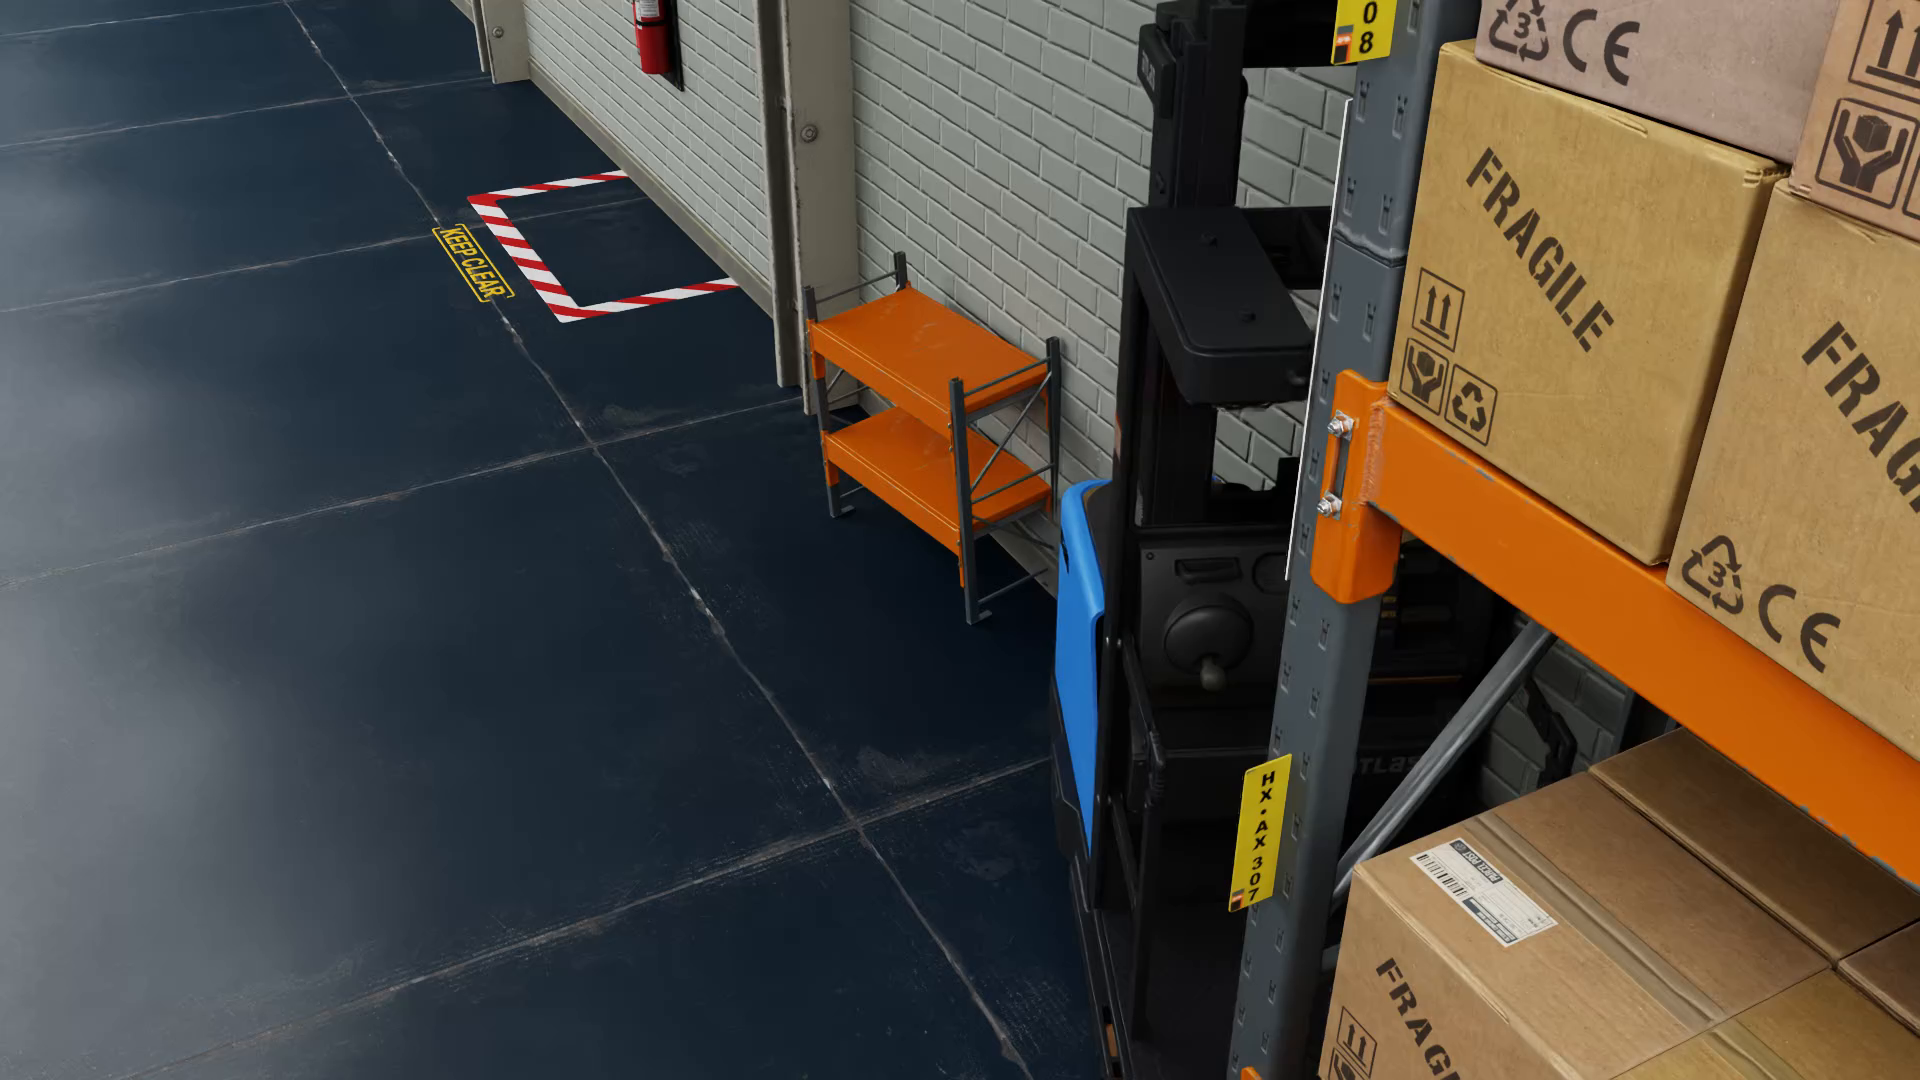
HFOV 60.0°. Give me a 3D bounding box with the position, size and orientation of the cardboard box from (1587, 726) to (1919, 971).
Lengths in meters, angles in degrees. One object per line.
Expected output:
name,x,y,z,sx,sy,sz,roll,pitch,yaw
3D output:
cardboard box,1.408,0.647,2.884,0.500,0.500,0.500,-16,36,-24

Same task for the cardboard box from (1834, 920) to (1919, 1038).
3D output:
cardboard box,1.634,0.890,2.505,0.500,0.500,0.500,-15,36,-22

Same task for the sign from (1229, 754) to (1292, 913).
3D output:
sign,0.520,0.509,2.872,0.100,0.325,0.005,-16,36,-23

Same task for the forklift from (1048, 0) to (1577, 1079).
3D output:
forklift,0.947,0.241,4.156,1.130,2.935,3.031,-2,33,-3

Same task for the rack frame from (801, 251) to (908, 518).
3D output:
rack frame,-0.404,-0.657,7.198,0.500,1.125,0.032,-26,41,-27

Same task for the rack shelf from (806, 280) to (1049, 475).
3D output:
rack shelf,-0.119,-0.675,6.686,0.538,0.278,1.000,-26,41,-27

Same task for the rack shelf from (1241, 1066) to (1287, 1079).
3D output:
rack shelf,1.932,1.994,2.023,1.077,0.370,4.000,-16,36,-23

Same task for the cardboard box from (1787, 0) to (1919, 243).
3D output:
cardboard box,1.154,-0.501,1.432,0.500,0.500,0.500,-16,36,-24

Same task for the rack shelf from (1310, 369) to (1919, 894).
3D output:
rack shelf,1.932,0.731,1.214,1.077,0.370,4.000,-16,36,-23

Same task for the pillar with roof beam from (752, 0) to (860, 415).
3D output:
pillar with roof beam,-4.514,-3.453,4.298,9.100,9.000,0.400,-16,36,-23

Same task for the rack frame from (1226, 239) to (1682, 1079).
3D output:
rack frame,1.000,0.737,3.319,1.000,3.000,0.127,-16,36,-23

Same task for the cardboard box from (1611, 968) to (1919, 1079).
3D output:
cardboard box,1.178,1.018,2.306,0.500,0.500,0.500,-16,36,-23

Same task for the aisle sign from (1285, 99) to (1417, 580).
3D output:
aisle sign,0.701,-0.317,2.554,0.394,0.787,0.004,-16,36,-23

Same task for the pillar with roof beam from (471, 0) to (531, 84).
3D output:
pillar with roof beam,-7.312,-6.317,8.767,9.100,9.000,0.400,-16,36,-23

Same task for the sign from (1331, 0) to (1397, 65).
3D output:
sign,0.520,-0.758,2.061,0.100,0.325,0.005,-16,36,-23

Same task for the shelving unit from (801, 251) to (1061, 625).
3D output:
shelving unit,-0.101,-0.436,6.855,0.538,1.125,1.048,-26,41,-27

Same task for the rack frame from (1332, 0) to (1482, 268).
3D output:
rack frame,1.000,-1.789,1.701,1.000,3.000,0.127,-16,36,-23

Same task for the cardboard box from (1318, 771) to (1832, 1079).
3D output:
cardboard box,0.957,0.779,2.678,0.500,0.500,0.500,-16,36,-23

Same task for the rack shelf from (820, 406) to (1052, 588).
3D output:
rack shelf,-0.086,-0.237,6.996,0.538,0.278,1.000,-26,41,-27

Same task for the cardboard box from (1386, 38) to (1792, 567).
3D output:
cardboard box,0.935,-0.354,2.130,0.500,0.500,0.500,-15,36,-22

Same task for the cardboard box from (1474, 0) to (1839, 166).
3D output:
cardboard box,0.965,-0.753,1.826,0.500,0.500,0.500,-19,37,-26

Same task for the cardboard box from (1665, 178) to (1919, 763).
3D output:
cardboard box,1.154,-0.089,1.716,0.500,0.500,0.500,-13,35,-20

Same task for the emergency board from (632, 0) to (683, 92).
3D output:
emergency board,-1.824,-3.199,9.462,0.194,1.169,0.643,-16,36,-23

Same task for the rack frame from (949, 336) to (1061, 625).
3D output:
rack frame,0.202,-0.215,6.511,0.500,1.125,0.032,-26,41,-27
